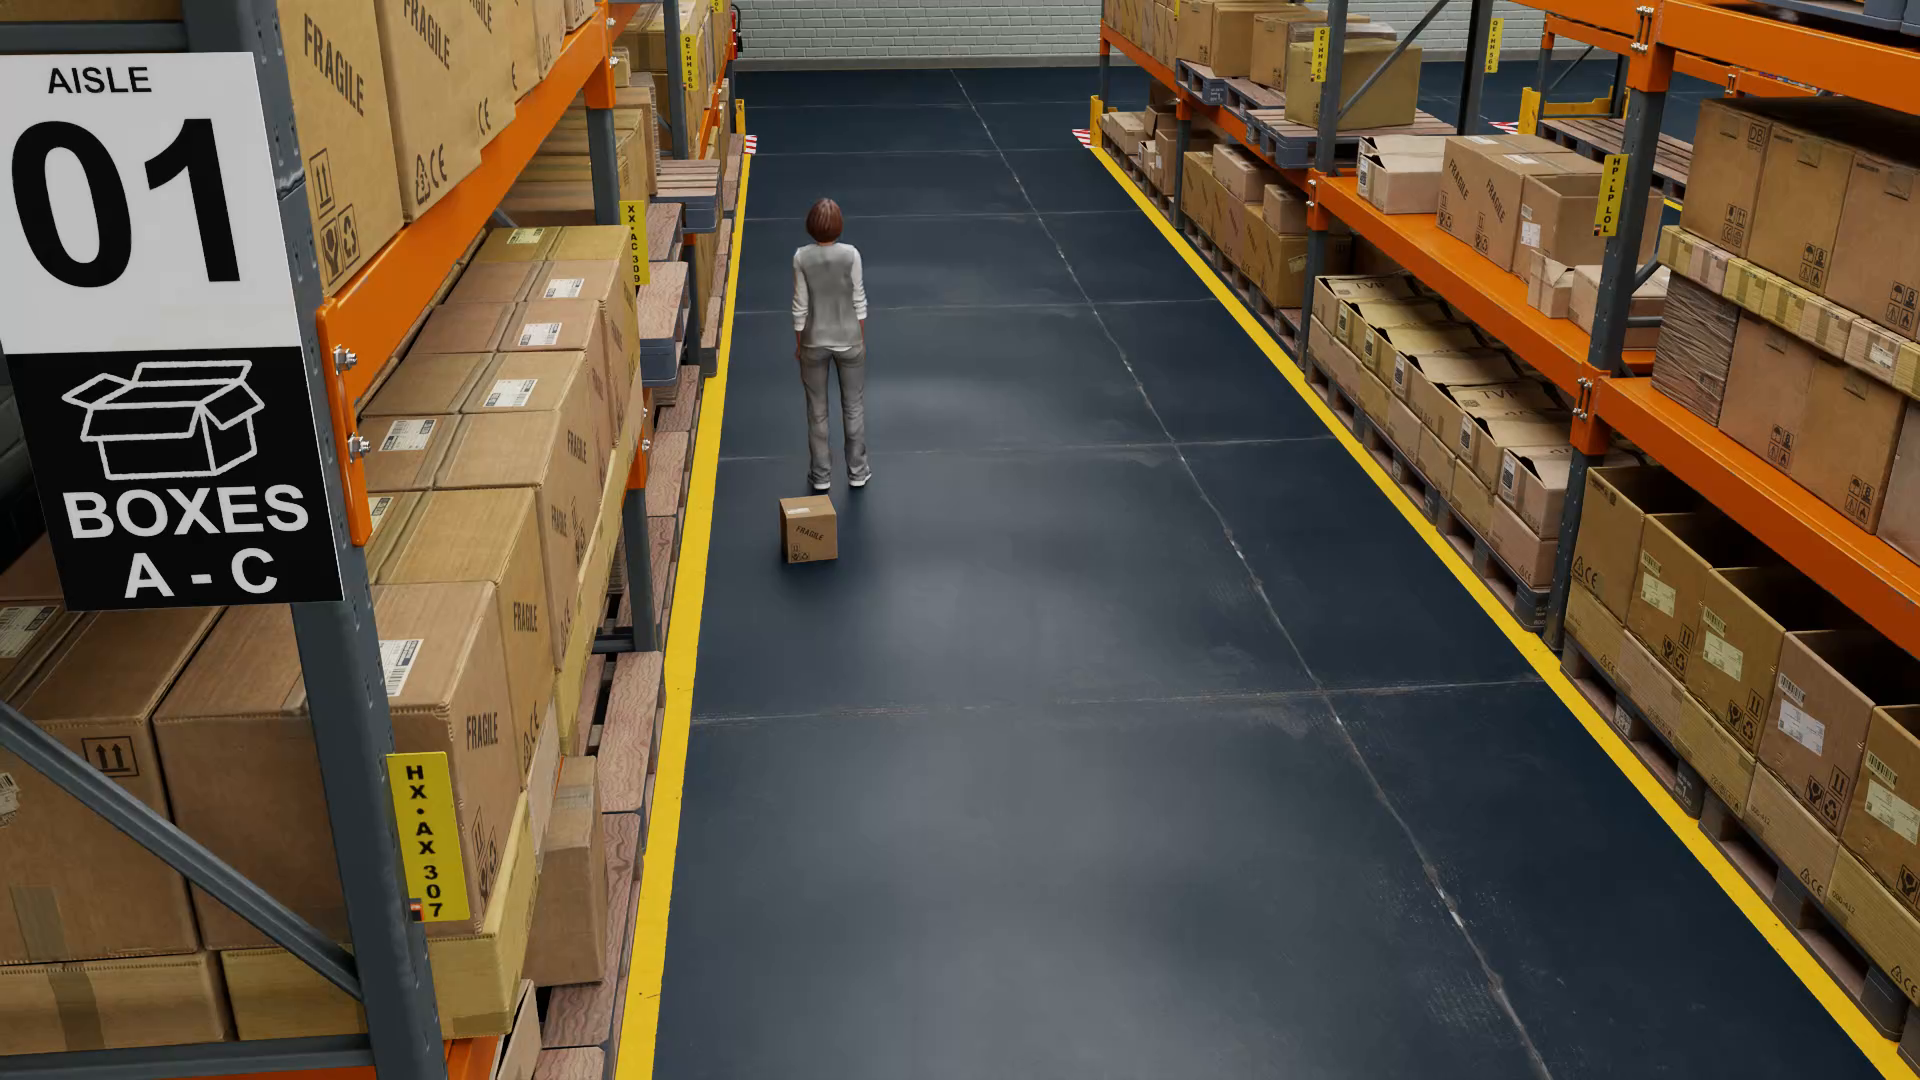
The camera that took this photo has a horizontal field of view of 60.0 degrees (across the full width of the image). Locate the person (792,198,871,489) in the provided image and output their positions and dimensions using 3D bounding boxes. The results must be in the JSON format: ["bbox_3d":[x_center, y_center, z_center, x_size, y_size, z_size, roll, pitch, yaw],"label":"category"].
[{"bbox_3d":[-0.694,-1.045,8.947,0.409,1.602,0.330,-3,24,-6],"label":"person"}]
